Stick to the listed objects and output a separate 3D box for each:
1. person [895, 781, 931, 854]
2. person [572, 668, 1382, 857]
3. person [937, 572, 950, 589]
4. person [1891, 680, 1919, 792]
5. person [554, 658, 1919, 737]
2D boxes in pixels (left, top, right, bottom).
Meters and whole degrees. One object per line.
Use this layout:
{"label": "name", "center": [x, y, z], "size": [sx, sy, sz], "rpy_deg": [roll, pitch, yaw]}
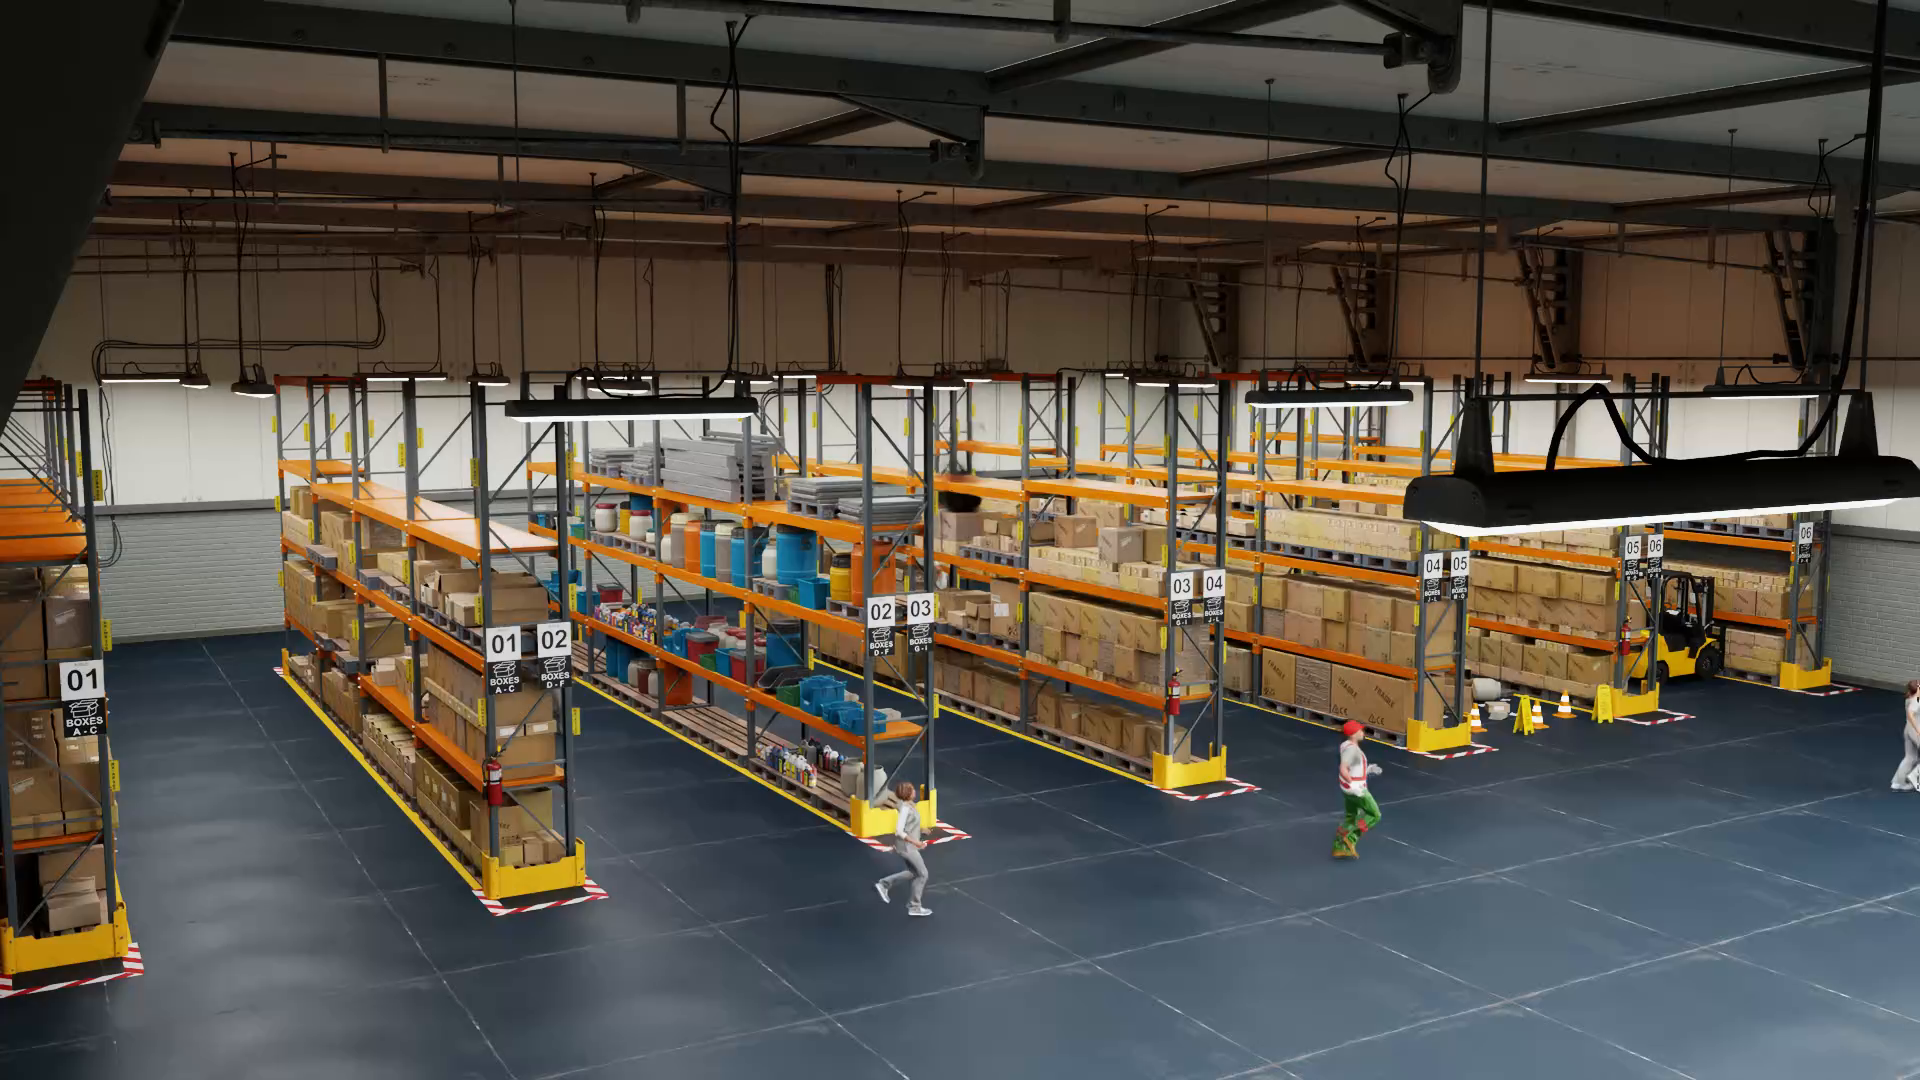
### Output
{"label": "person", "center": [-0.533, 3.127, 18.828], "size": [0.428, 0.803, 0.567], "rpy_deg": [0, 6, -4]}
{"label": "person", "center": [-0.853, 2.765, 24.496], "size": [12.113, 1.742, 8.124], "rpy_deg": [0, 6, -2]}
{"label": "person", "center": [-0.487, 1.454, 37.809], "size": [0.635, 1.523, 0.675], "rpy_deg": [-2, 7, -19]}
{"label": "person", "center": [13.956, 2.849, 24.212], "size": [0.649, 1.640, 0.536], "rpy_deg": [1, 6, 6]}
{"label": "person", "center": [3.619, 2.662, 26.103], "size": [13.740, 1.659, 16.889], "rpy_deg": [-5, 8, -40]}
